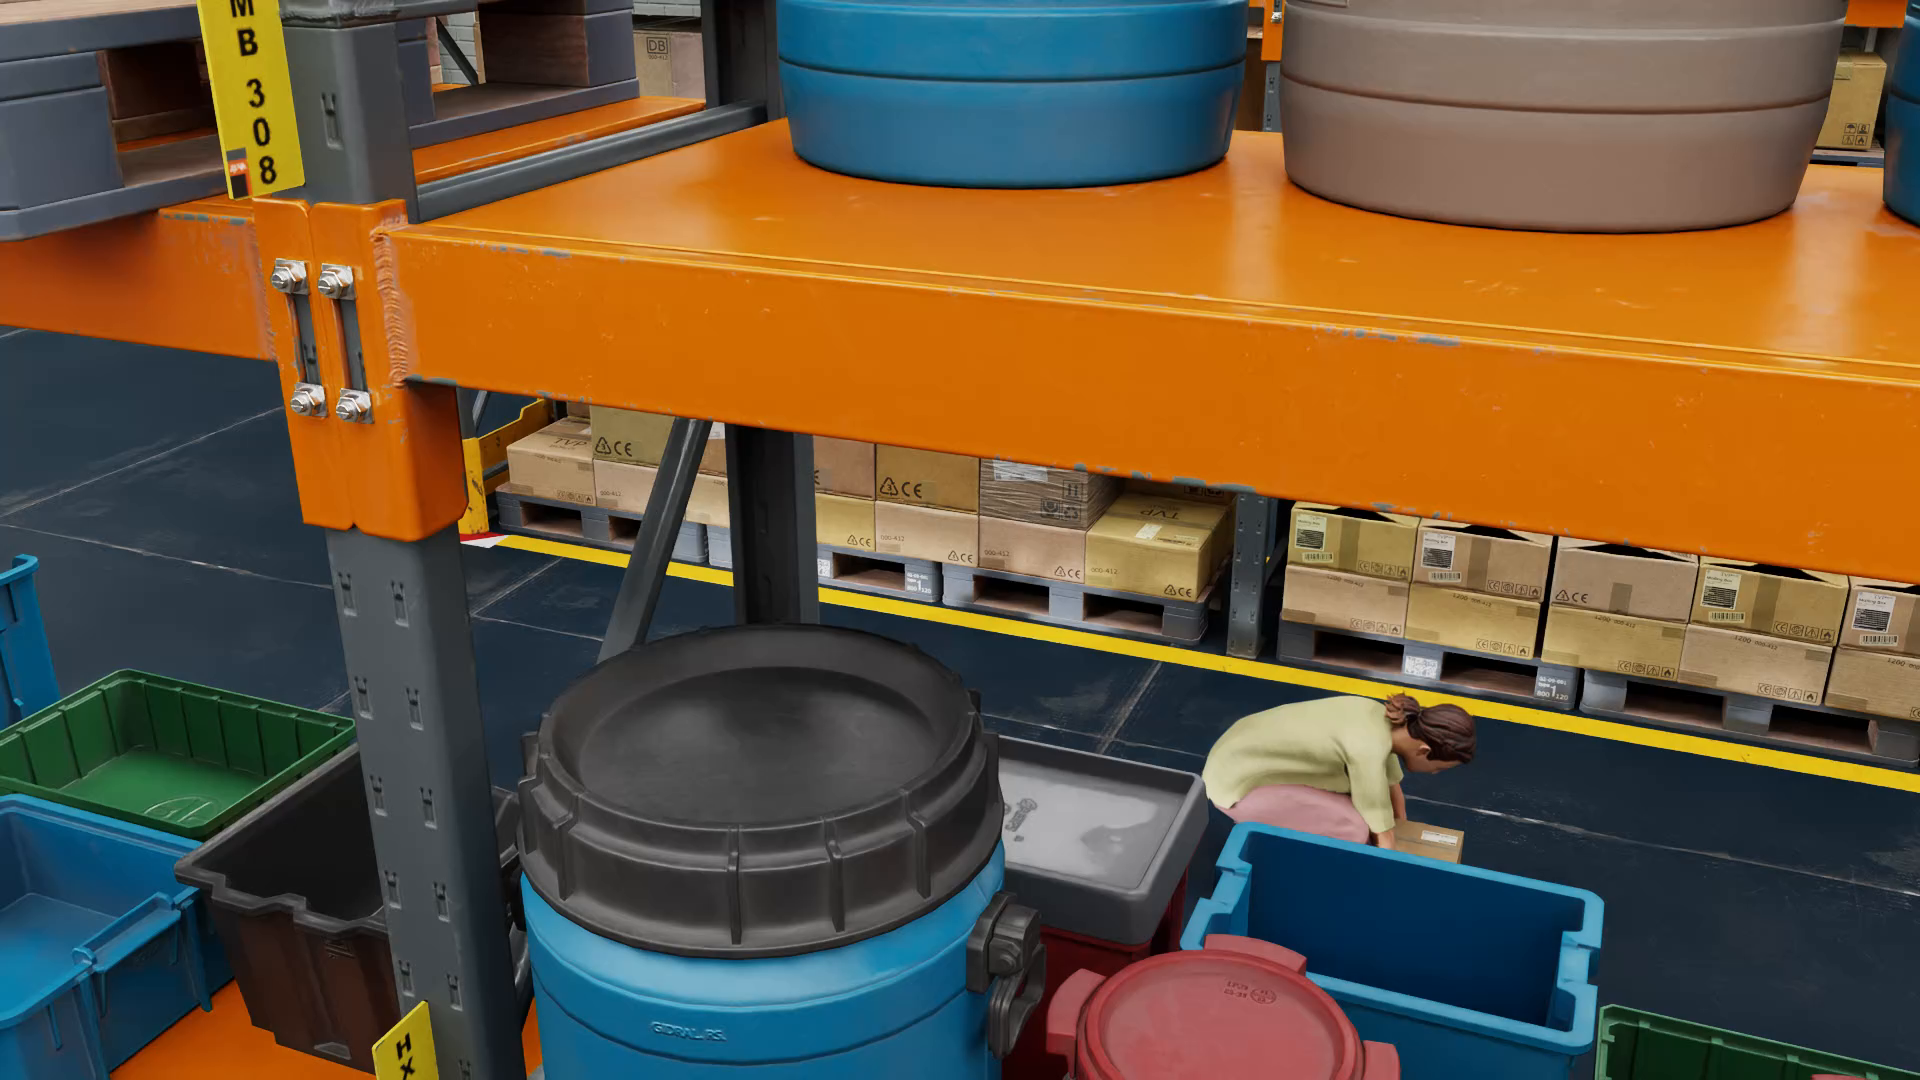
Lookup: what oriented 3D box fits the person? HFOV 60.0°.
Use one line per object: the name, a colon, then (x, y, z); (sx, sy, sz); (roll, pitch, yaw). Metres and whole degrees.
person: (1.200, 0.844, 5.362); (0.835, 0.818, 0.465); (8, 24, 19)
